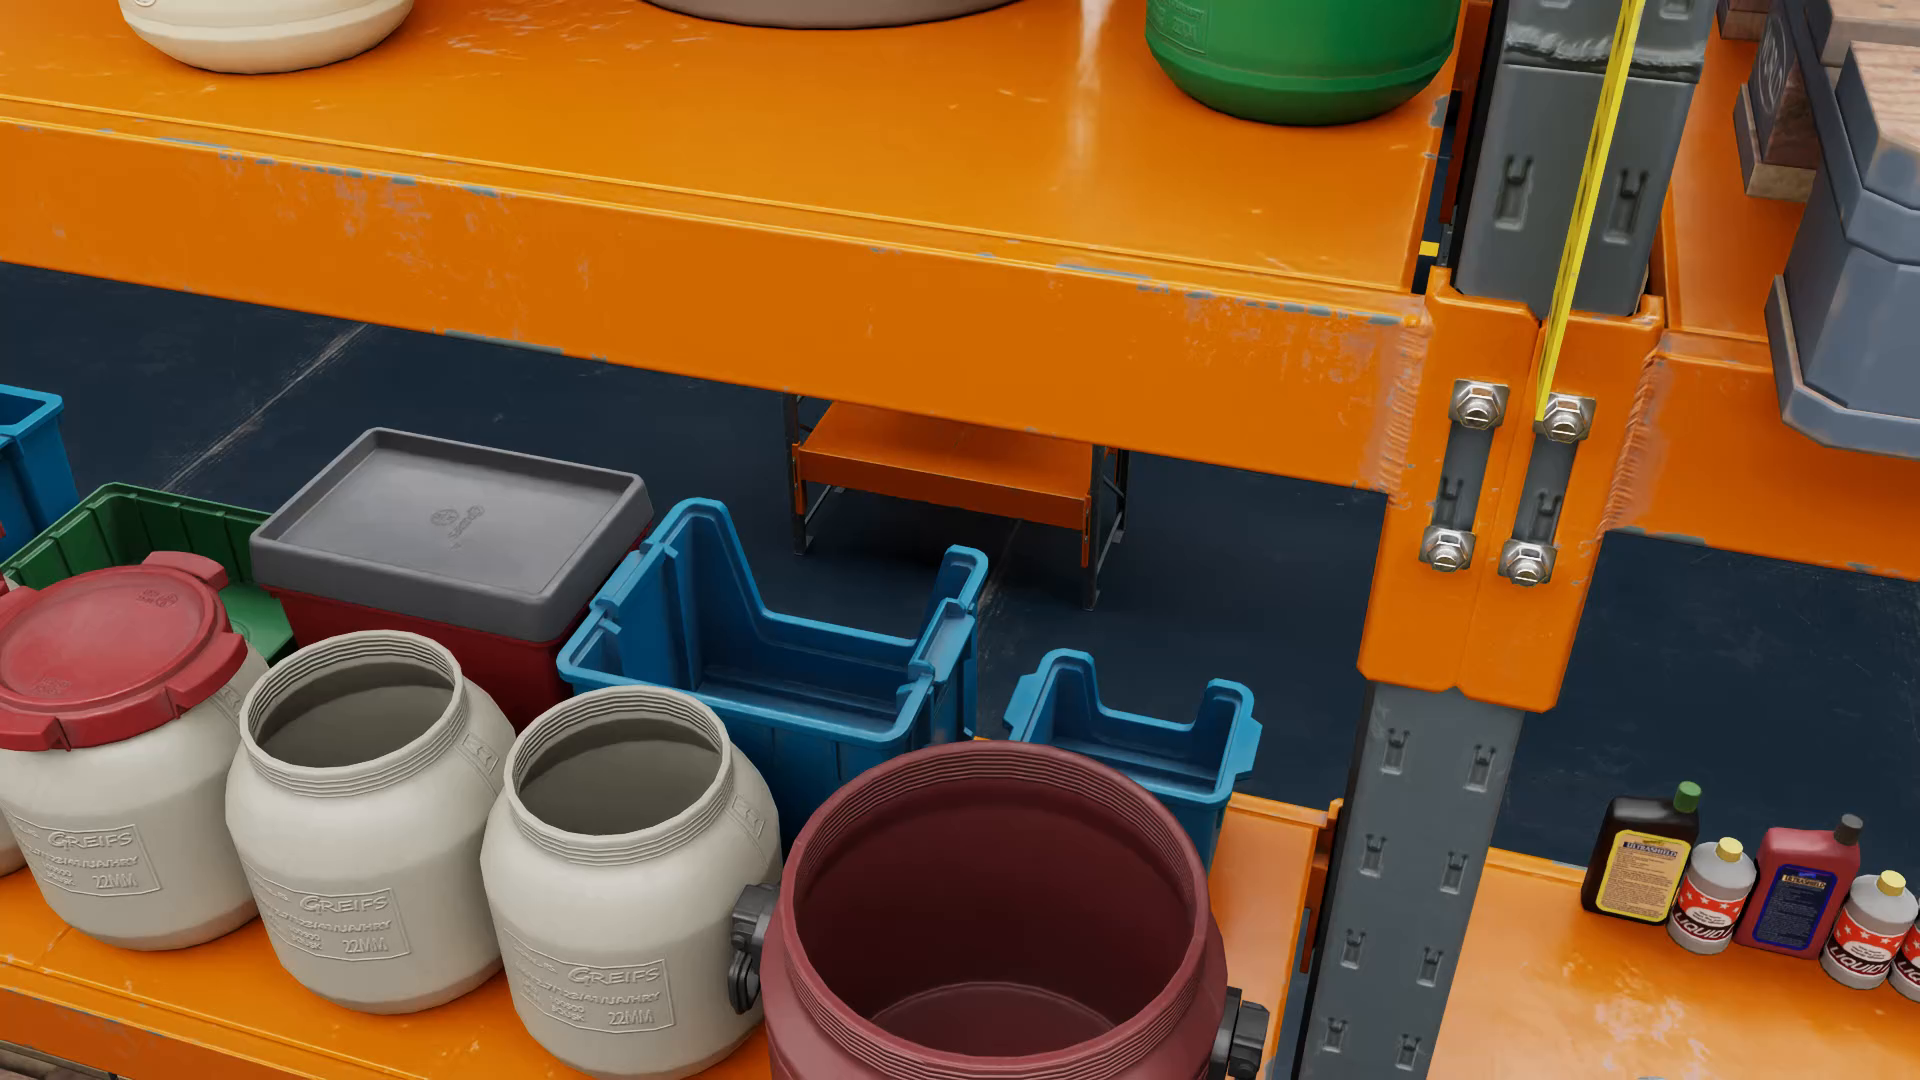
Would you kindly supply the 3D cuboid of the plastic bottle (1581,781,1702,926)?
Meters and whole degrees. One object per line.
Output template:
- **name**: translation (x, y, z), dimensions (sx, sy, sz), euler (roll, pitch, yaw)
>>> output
- **plastic bottle**: translation (1.090, 0.490, 2.652), dimensions (0.133, 0.283, 0.061), euler (10, 38, 14)

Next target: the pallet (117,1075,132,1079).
- **pallet**: translation (-1.312, 1.360, 3.724), dimensions (1.213, 0.211, 1.003), euler (10, 38, 14)

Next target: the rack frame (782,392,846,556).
- **rack frame**: translation (-0.479, -0.542, 5.537), dimensions (0.032, 1.125, 0.500), euler (10, 38, 14)

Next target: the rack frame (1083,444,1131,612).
- **rack frame**: translation (0.492, -0.362, 5.293), dimensions (0.032, 1.125, 0.500), euler (10, 38, 14)

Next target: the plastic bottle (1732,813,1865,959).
- **plastic bottle**: translation (1.310, 0.531, 2.597), dimensions (0.133, 0.283, 0.061), euler (10, 38, 14)

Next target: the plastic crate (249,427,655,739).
- **plastic crate**: translation (-0.875, 0.128, 2.991), dimensions (0.583, 0.464, 0.402), euler (10, 38, 14)

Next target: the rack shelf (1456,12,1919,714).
- **rack shelf**: translation (2.485, 0.048, 1.230), dimensions (4.000, 0.370, 1.077), euler (10, 38, 14)

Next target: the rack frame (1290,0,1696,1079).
- **rack frame**: translation (0.576, 0.613, 2.387), dimensions (0.127, 3.000, 1.000), euler (10, 38, 14)

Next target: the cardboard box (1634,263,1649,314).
- **cardboard box**: translation (2.406, -1.117, 6.475), dimensions (0.500, 0.500, 0.500), euler (12, 38, 16)

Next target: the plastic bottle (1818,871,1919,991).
- **plastic bottle**: translation (1.415, 0.595, 2.579), dimensions (0.097, 0.201, 0.097), euler (0, 36, 0)

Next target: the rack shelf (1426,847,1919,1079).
- **rack shelf**: translation (2.485, 1.256, 2.120), dimensions (4.000, 0.370, 1.077), euler (10, 38, 14)

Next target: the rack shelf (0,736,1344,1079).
- **rack shelf**: translation (-1.333, 0.549, 3.080), dimensions (4.000, 0.370, 1.077), euler (10, 38, 14)

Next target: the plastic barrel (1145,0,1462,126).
- **plastic barrel**: translation (0.325, -0.547, 1.564), dimensions (0.294, 0.245, 0.294), euler (0, 36, 0)

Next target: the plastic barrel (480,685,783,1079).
- **plastic barrel**: translation (-0.469, 0.507, 2.436), dimensions (0.421, 0.512, 0.421), euler (0, 36, 0)

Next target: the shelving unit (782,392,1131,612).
- **shelving unit**: translation (0.006, -0.452, 5.415), dimensions (1.048, 1.125, 0.538), euler (10, 38, 14)

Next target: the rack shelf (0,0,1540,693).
- **rack shelf**: translation (-1.333, -0.659, 2.191), dimensions (4.000, 0.370, 1.077), euler (10, 38, 14)

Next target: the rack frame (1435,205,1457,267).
- **rack frame**: translation (2.057, -2.189, 6.194), dimensions (0.127, 3.000, 1.000), euler (10, 38, 14)

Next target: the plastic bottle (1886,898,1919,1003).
- **plastic bottle**: translation (1.507, 0.612, 2.556), dimensions (0.097, 0.201, 0.097), euler (0, 36, 0)

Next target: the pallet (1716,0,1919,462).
- **pallet**: translation (1.277, -0.328, 1.295), dimensions (1.213, 0.211, 1.003), euler (10, 38, 14)

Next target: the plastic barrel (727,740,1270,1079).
- **plastic barrel**: translation (0.043, 0.648, 2.225), dimensions (0.708, 0.536, 0.600), euler (10, 38, 14)

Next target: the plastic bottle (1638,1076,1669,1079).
- **plastic bottle**: translation (0.938, 0.836, 2.188), dimensions (0.135, 0.276, 0.152), euler (10, 38, 14)

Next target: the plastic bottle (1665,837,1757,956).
- **plastic bottle**: translation (1.194, 0.554, 2.635), dimensions (0.097, 0.201, 0.097), euler (0, 36, 0)

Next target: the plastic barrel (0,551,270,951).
- **plastic barrel**: translation (-1.281, 0.351, 2.629), dimensions (0.433, 0.535, 0.433), euler (0, 36, 0)

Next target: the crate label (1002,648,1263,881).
- **crate label**: translation (0.286, 0.394, 2.826), dimensions (0.416, 0.233, 0.303), euler (10, 38, 14)

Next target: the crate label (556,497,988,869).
- **crate label**: translation (-0.291, 0.270, 2.823), dimensions (0.616, 0.435, 0.502), euler (10, 38, 14)

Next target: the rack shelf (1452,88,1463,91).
- **rack shelf**: translation (0.148, -2.253, 6.887), dimensions (4.000, 0.370, 1.077), euler (10, 38, 14)

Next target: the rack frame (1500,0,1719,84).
- **rack frame**: translation (0.576, -1.803, 0.608), dimensions (0.127, 3.000, 1.000), euler (10, 38, 14)

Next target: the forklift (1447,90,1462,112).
- **forklift**: translation (3.274, -3.660, 8.250), dimensions (3.031, 2.935, 1.130), euler (1, 36, 1)

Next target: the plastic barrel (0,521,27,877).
- **plastic barrel**: translation (-1.694, 0.274, 2.732), dimensions (0.433, 0.535, 0.433), euler (0, 36, 0)

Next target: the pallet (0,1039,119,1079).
- **pallet**: translation (-2.481, 1.146, 4.015), dimensions (1.213, 0.211, 1.003), euler (10, 38, 14)

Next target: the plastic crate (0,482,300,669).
- **plastic crate**: translation (-1.495, 0.139, 3.209), dimensions (0.662, 0.188, 0.450), euler (10, 38, 14)

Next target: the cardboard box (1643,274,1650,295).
- **cardboard box**: translation (2.907, -1.028, 6.354), dimensions (0.500, 0.500, 0.500), euler (9, 37, 12)

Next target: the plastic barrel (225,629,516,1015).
- **plastic barrel**: translation (-0.871, 0.433, 2.538), dimensions (0.421, 0.512, 0.421), euler (0, 36, 0)

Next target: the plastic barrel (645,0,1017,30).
- **plastic barrel**: translation (-0.143, -1.065, 1.713), dimensions (0.600, 0.901, 0.600), euler (0, 36, 0)

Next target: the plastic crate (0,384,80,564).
- **plastic crate**: translation (-2.096, -0.069, 3.326), dimensions (0.575, 0.384, 0.392), euler (10, 38, 14)

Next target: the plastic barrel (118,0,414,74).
- **plastic barrel**: translation (-0.707, -0.632, 1.664), dimensions (0.301, 0.262, 0.301), euler (0, 36, 0)

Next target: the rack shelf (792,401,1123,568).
- **rack shelf**: translation (0.006, -0.255, 5.560), dimensions (1.000, 0.278, 0.538), euler (10, 38, 14)

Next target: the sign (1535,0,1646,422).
- **sign**: translation (0.419, -0.240, 1.104), dimensions (0.005, 0.325, 0.100), euler (10, 38, 14)
